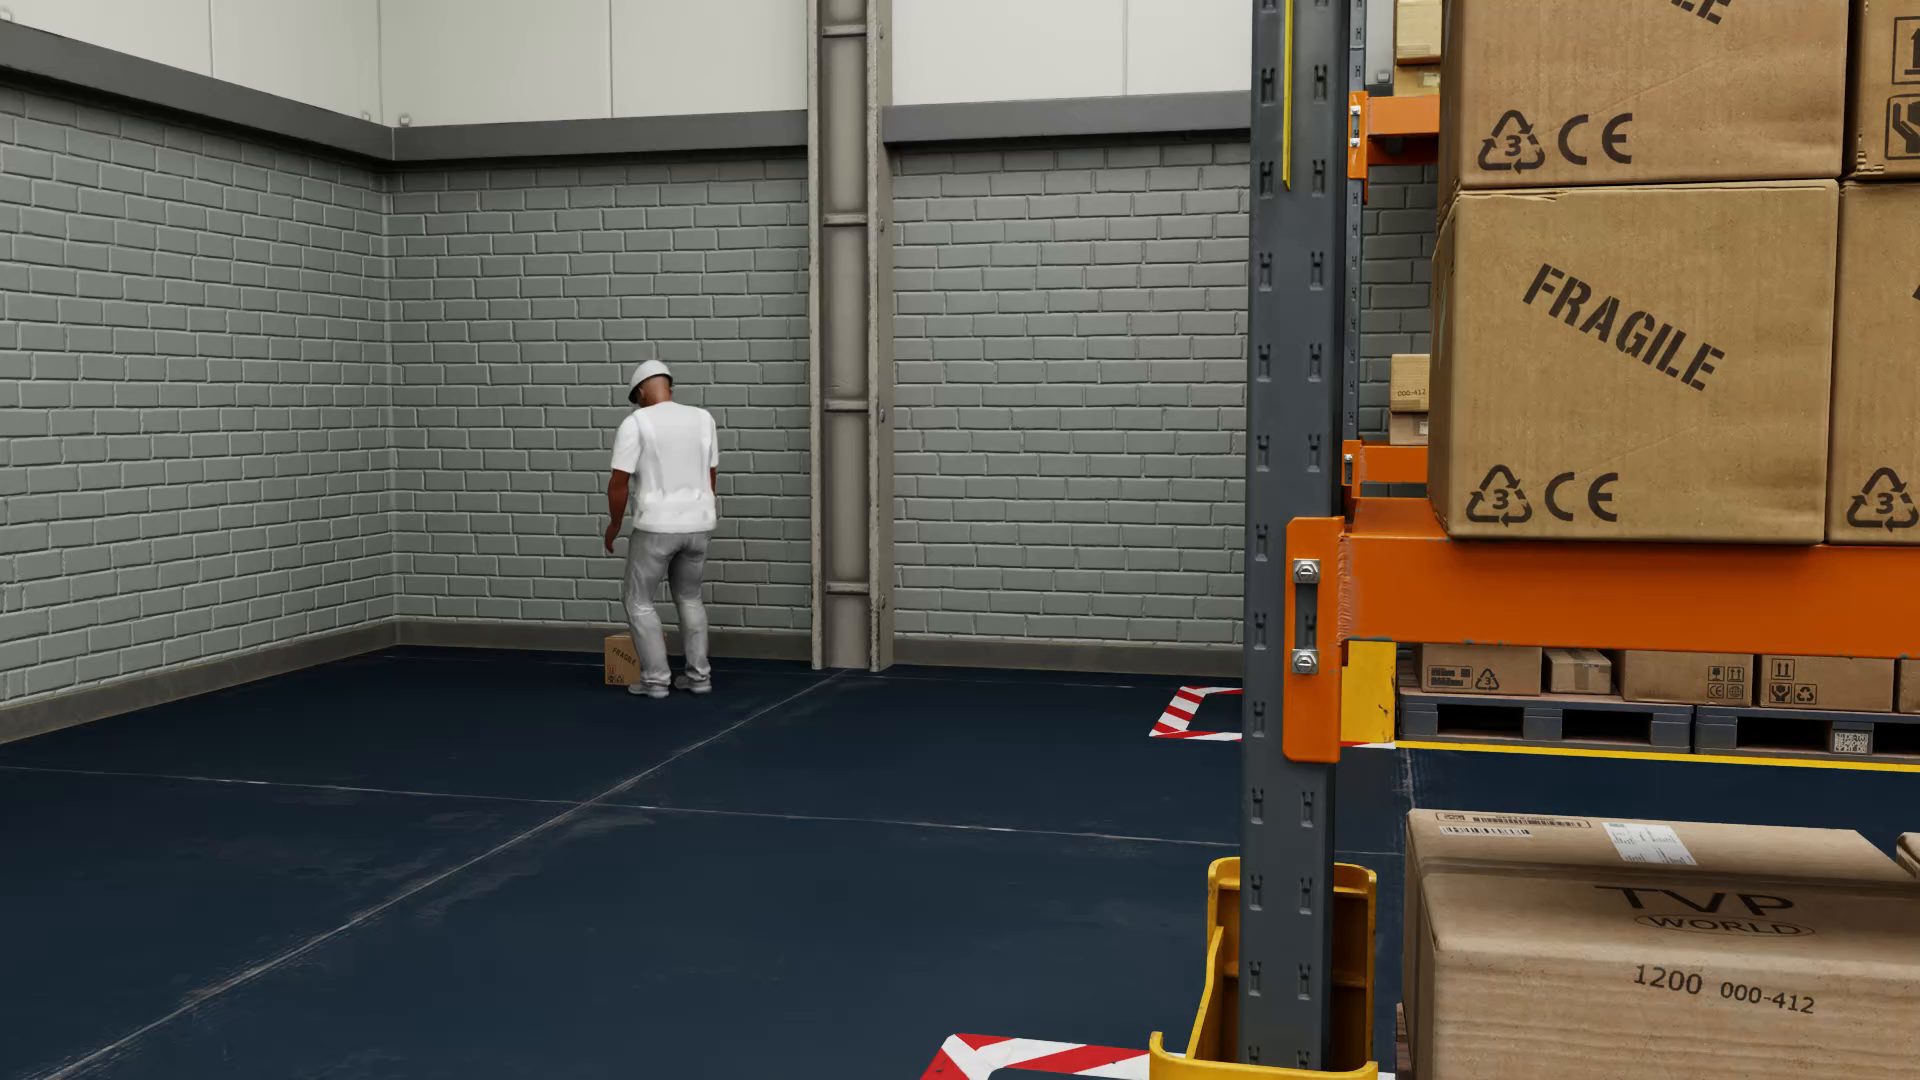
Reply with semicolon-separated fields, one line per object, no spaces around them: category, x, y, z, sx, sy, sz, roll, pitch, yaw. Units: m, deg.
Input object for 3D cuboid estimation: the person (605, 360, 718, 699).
person;-1.516;-0.061;8.490;0.595;1.708;0.472;-4;6;-36
